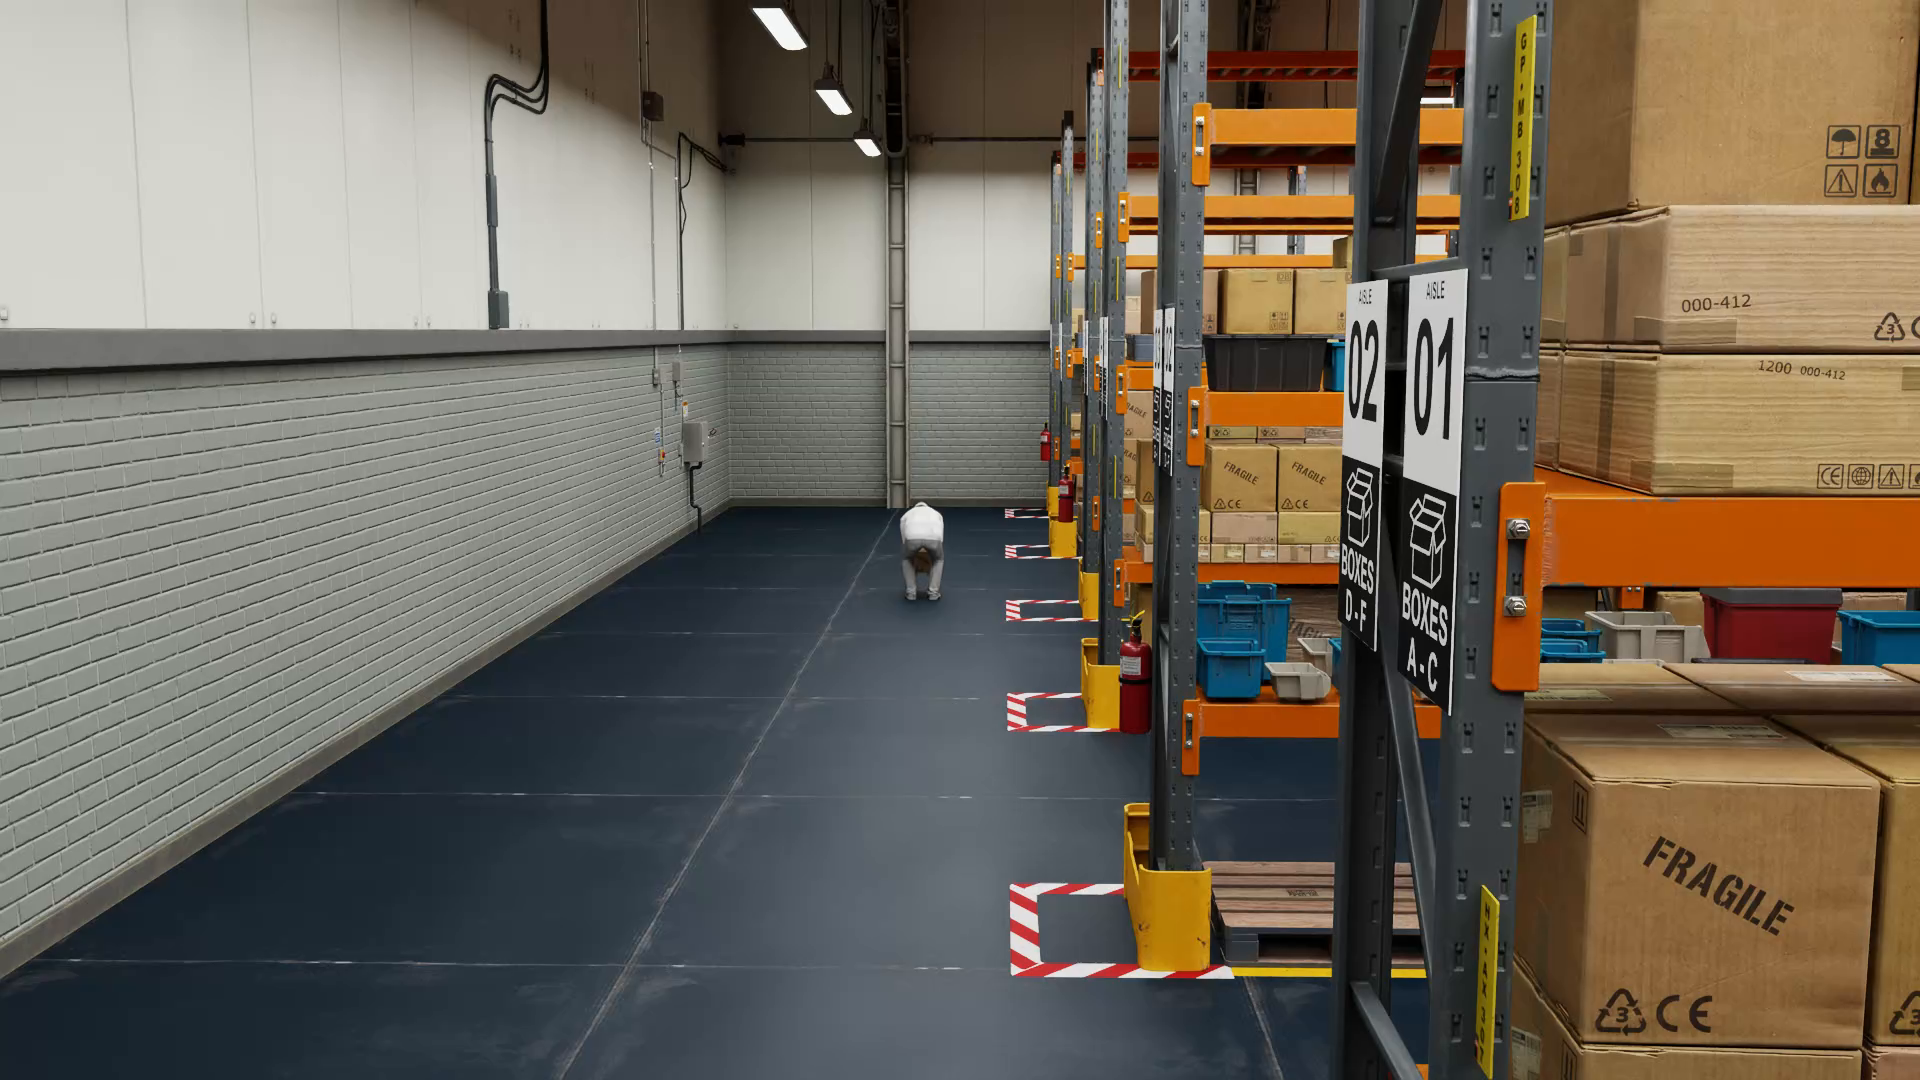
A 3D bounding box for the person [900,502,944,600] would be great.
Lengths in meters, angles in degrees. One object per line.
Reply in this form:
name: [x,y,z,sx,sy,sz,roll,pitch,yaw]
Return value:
person: [-0.446,0.130,19.436,0.511,1.066,0.966,0,7,-2]
